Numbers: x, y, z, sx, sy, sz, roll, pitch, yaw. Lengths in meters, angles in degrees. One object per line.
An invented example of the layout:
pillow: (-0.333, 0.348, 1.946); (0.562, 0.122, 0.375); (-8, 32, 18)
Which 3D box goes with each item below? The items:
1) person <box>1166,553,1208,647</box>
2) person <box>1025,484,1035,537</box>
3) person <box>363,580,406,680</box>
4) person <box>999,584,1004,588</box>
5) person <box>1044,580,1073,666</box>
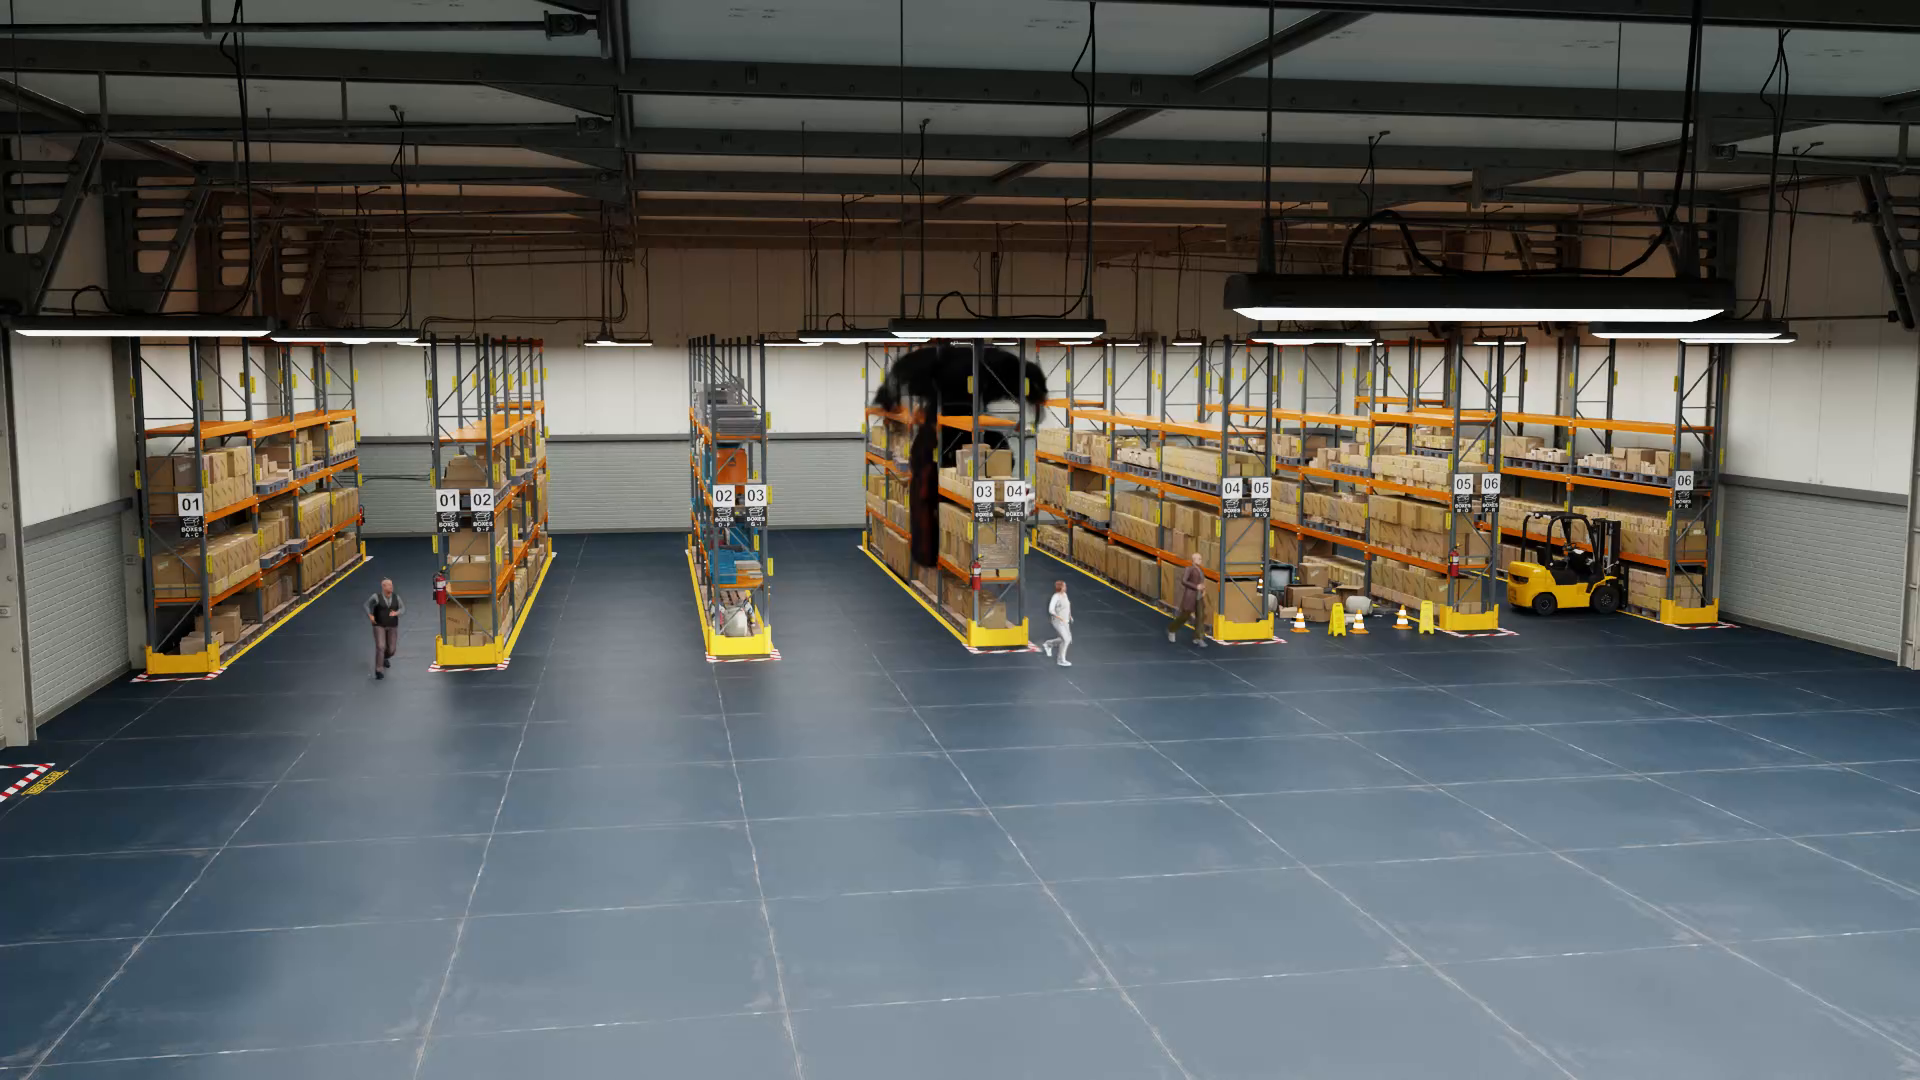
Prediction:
person: (4.511, 1.144, 32.313); (1.022, 1.762, 0.740); (6, 9, 44)
person: (1.915, -0.798, 49.403); (0.765, 1.724, 0.921); (6, 9, 44)
person: (-10.108, 1.547, 29.322); (0.678, 1.701, 0.903); (-5, 8, -37)
person: (1.035, 0.232, 40.199); (0.631, 1.844, 0.735); (-1, 7, -12)
person: (1.761, 1.540, 30.212); (0.594, 1.462, 0.583); (4, 8, 30)
